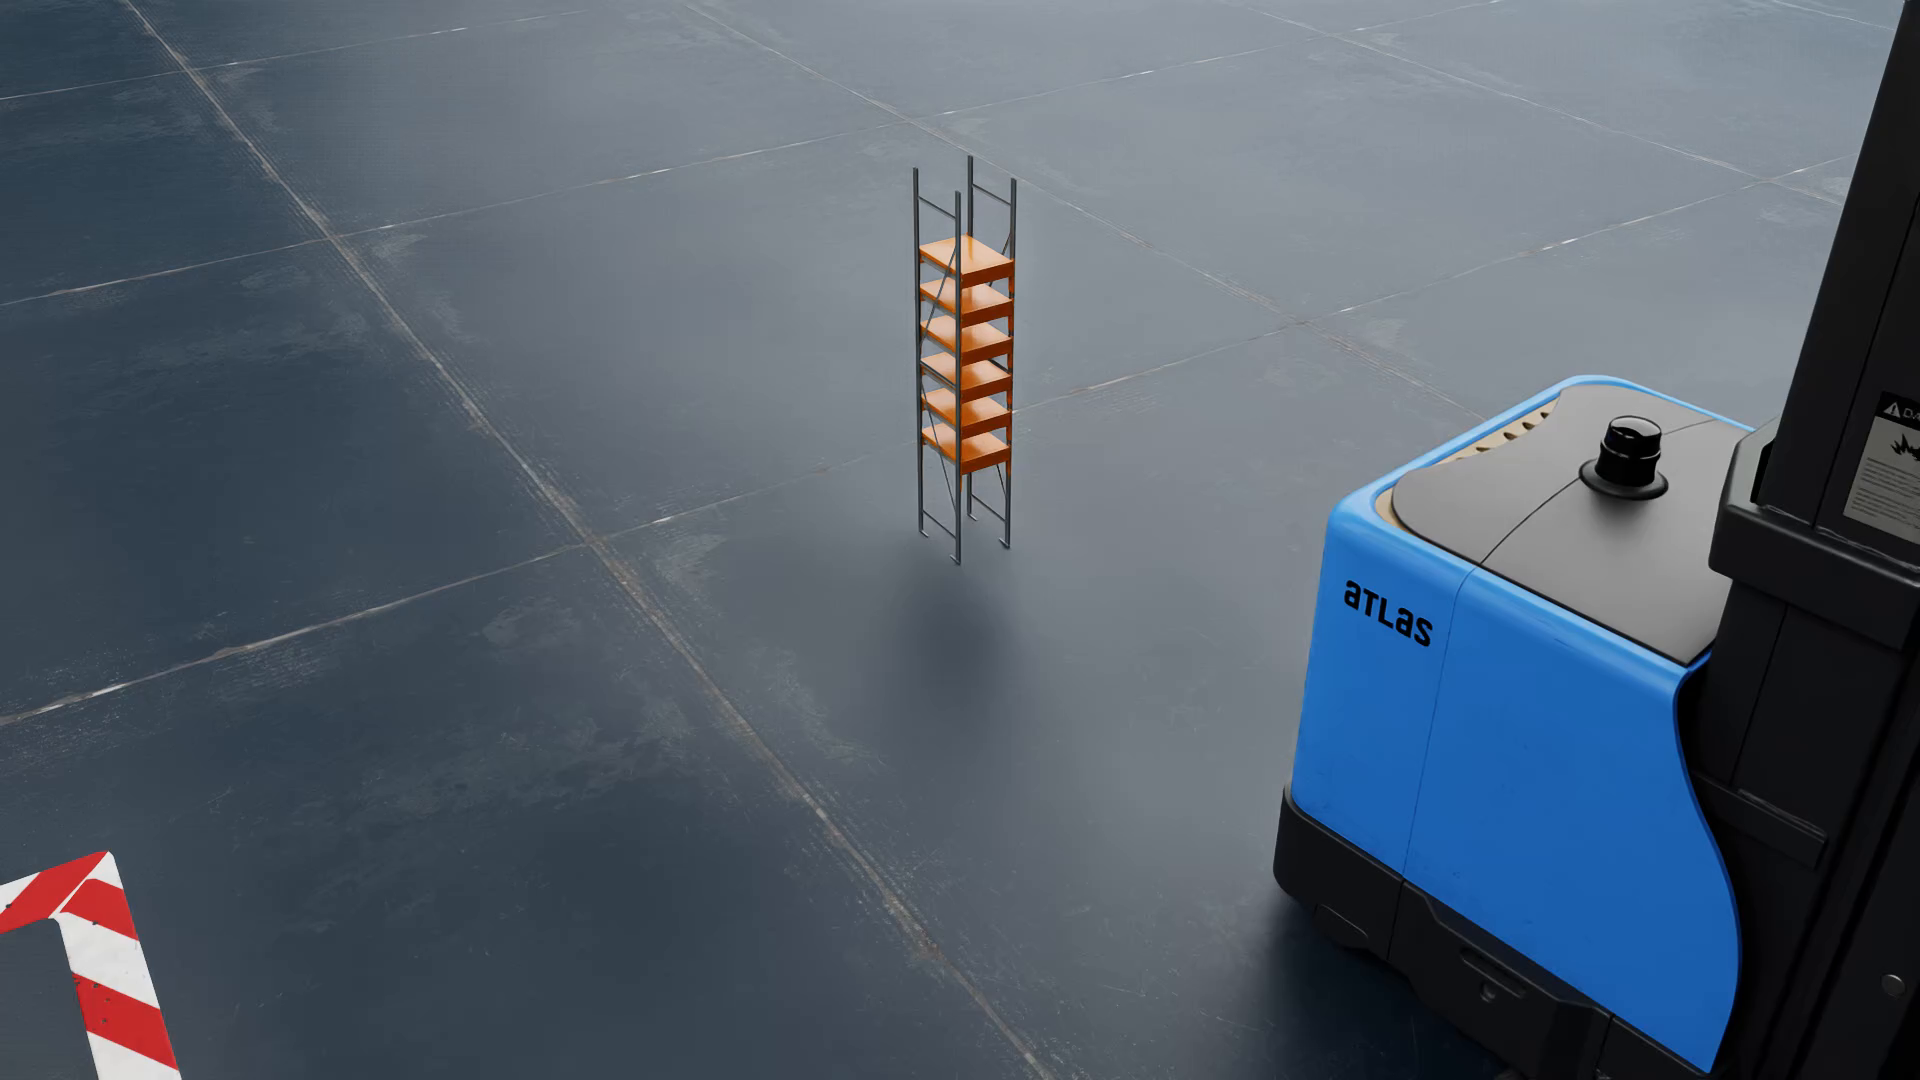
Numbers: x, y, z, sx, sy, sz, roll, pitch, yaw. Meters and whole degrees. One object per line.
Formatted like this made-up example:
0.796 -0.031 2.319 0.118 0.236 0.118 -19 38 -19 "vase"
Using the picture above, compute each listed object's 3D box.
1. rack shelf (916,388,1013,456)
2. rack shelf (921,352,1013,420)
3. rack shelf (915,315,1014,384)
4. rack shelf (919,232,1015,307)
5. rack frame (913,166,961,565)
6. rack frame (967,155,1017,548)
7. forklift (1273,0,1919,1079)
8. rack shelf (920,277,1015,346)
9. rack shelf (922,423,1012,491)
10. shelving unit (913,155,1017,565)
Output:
0.012 -0.373 5.024 0.180 0.103 0.258 -19 37 -27 "rack shelf"
0.012 -0.474 4.960 0.180 0.103 0.258 -19 37 -27 "rack shelf"
0.012 -0.576 4.896 0.180 0.103 0.258 -19 37 -27 "rack shelf"
0.012 -0.779 4.768 0.180 0.103 0.258 -19 37 -27 "rack shelf"
-0.065 -0.485 4.895 0.006 1.200 0.240 -19 37 -27 "rack frame"
0.089 -0.538 4.978 0.006 1.200 0.240 -19 37 -27 "rack frame"
2.075 0.023 2.467 1.130 2.935 3.031 -25 40 -34 "forklift"
0.012 -0.677 4.832 0.180 0.103 0.258 -19 37 -27 "rack shelf"
0.012 -0.271 5.088 0.180 0.103 0.258 -19 37 -27 "rack shelf"
0.012 -0.512 4.937 0.189 1.200 0.258 -19 37 -27 "shelving unit"
